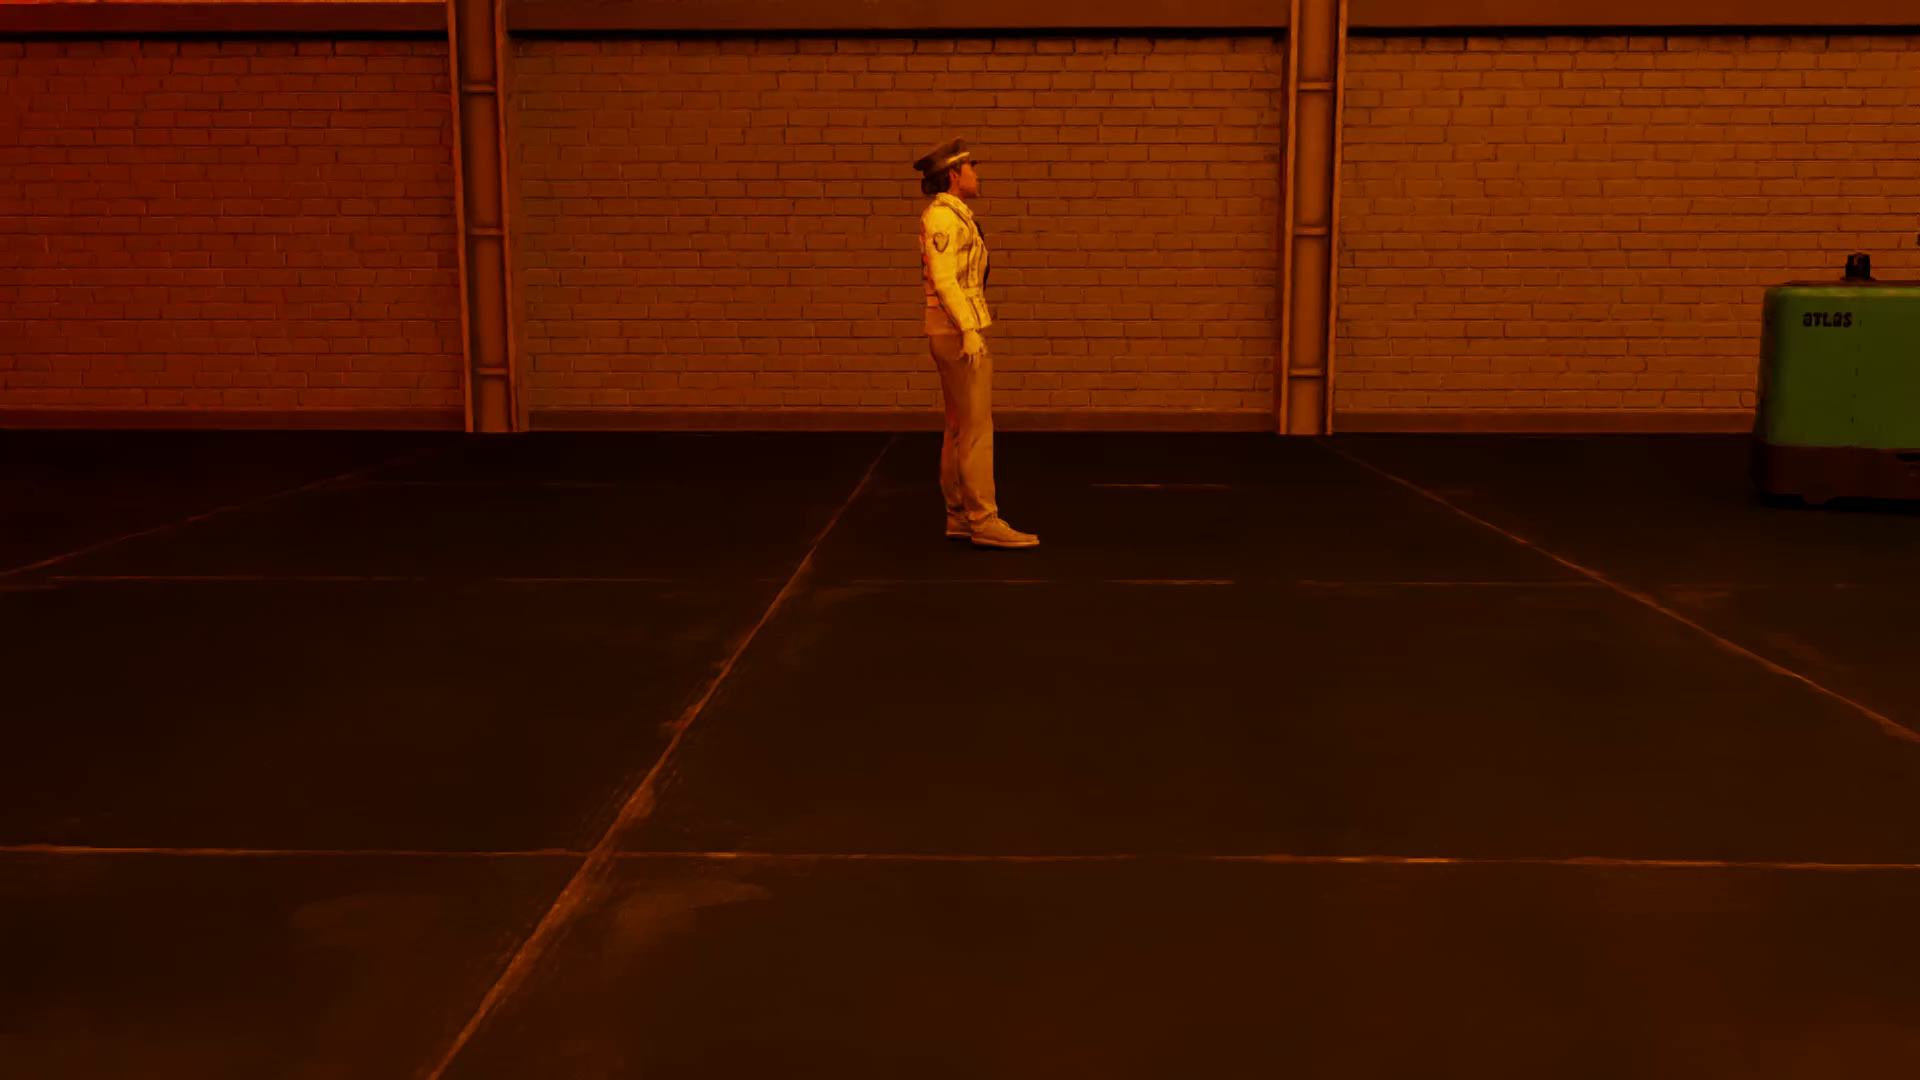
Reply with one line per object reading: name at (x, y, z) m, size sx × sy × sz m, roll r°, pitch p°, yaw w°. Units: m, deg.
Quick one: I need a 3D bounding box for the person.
person at (0.067, -0.844, 6.989) m, size 0.532 × 1.695 × 0.586 m, roll 0°, pitch 9°, yaw 1°

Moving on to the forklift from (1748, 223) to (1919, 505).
forklift at (5.525, -1.595, 7.860) m, size 3.031 × 2.935 × 1.130 m, roll 3°, pitch 9°, yaw 21°
